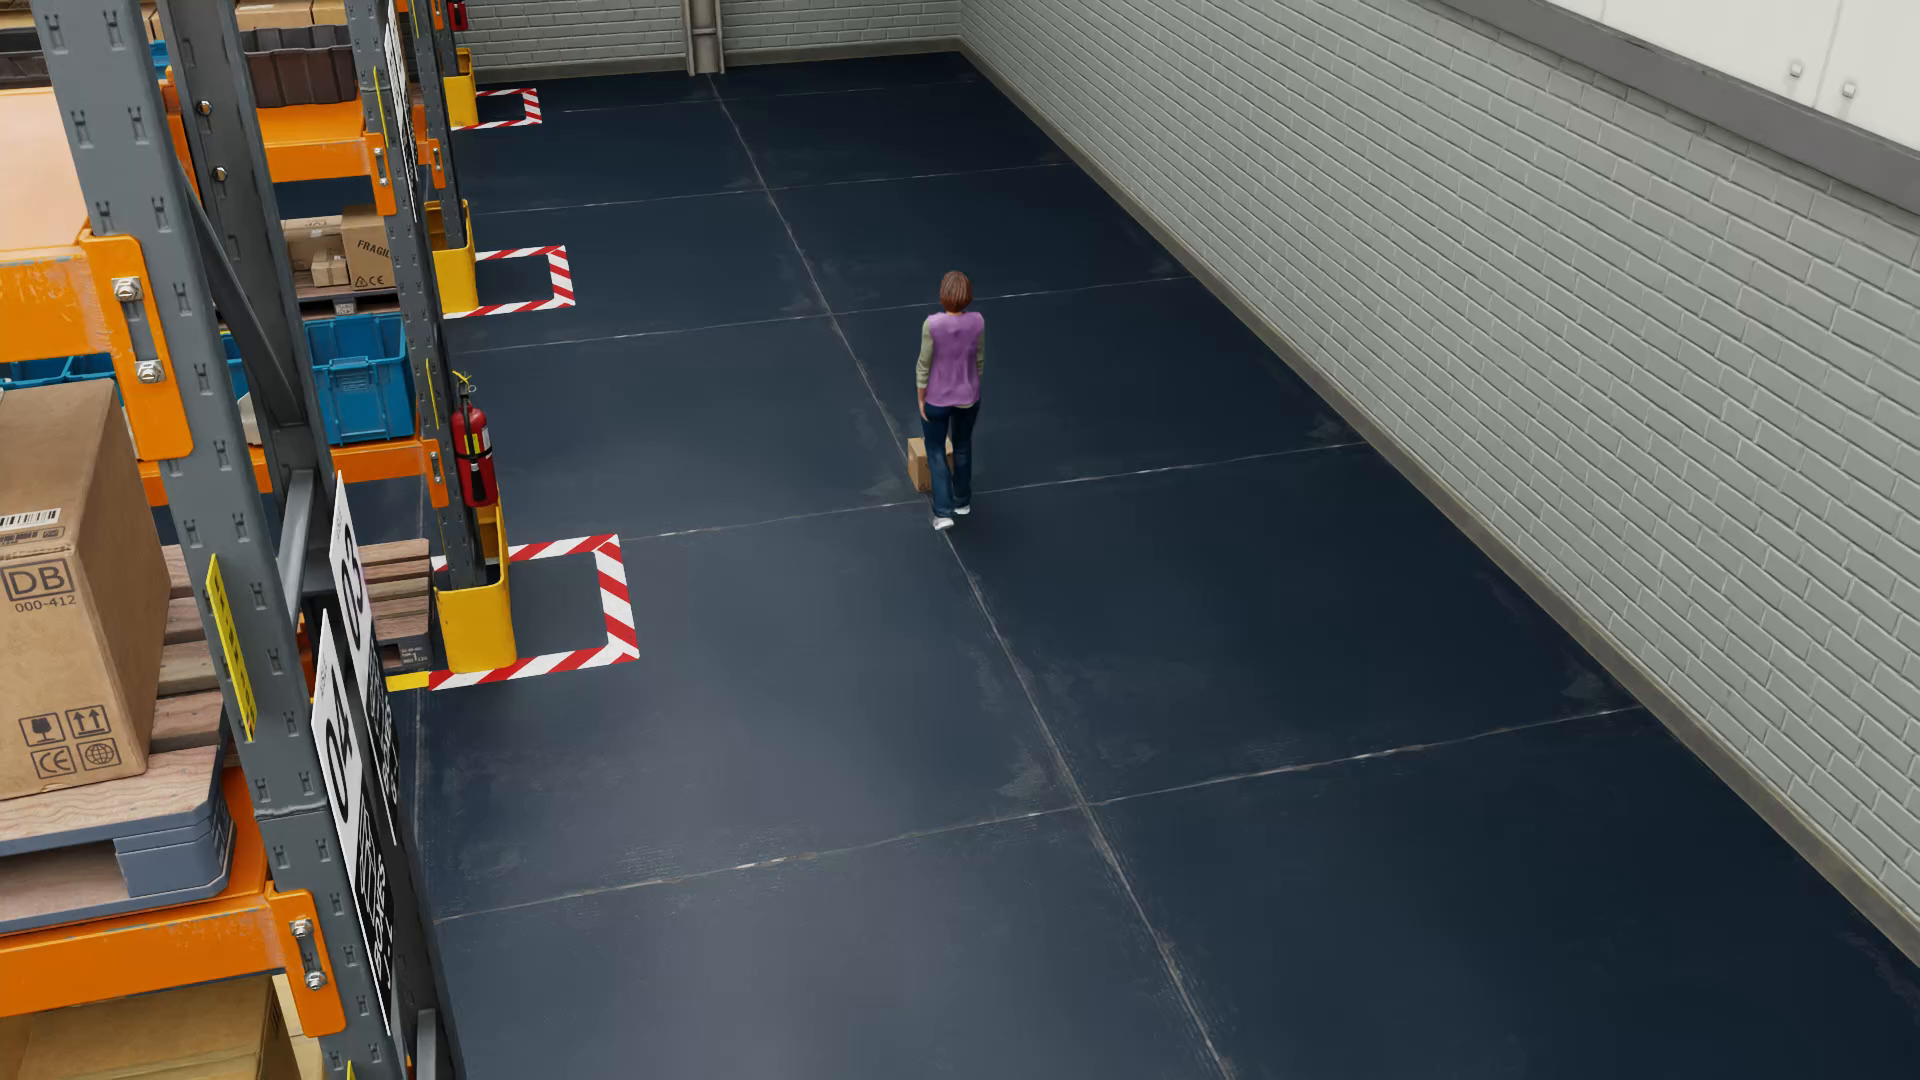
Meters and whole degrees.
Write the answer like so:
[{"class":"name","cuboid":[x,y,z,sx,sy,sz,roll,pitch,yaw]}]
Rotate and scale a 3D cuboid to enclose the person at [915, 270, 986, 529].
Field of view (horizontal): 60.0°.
[{"class":"person","cuboid":[-0.063,-0.799,9.664,0.419,1.663,0.459,-7,31,-12]}]
